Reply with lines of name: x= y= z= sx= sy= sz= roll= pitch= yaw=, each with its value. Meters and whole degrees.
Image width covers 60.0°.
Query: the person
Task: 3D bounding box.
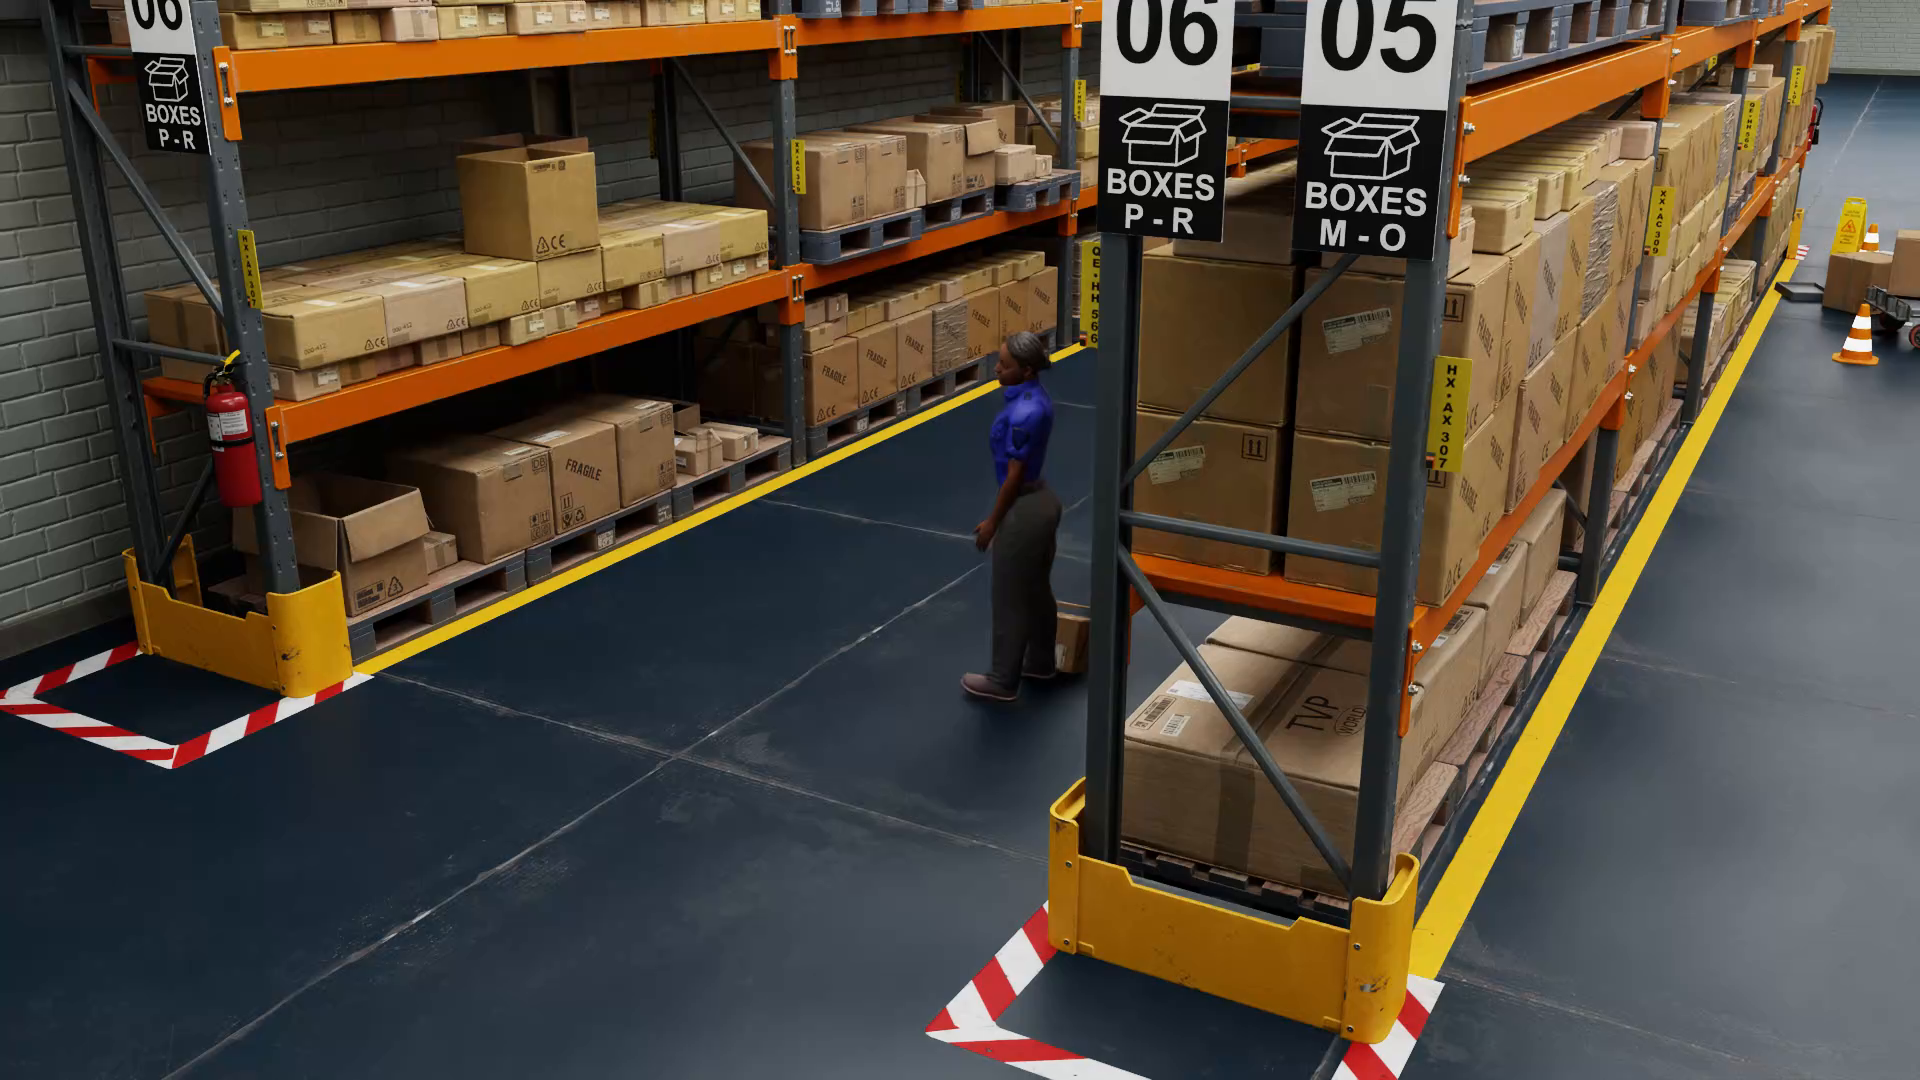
person: x=0.230 y=-0.110 z=7.313 sx=0.430 sy=1.667 sz=0.502 roll=4 pitch=20 yaw=10
